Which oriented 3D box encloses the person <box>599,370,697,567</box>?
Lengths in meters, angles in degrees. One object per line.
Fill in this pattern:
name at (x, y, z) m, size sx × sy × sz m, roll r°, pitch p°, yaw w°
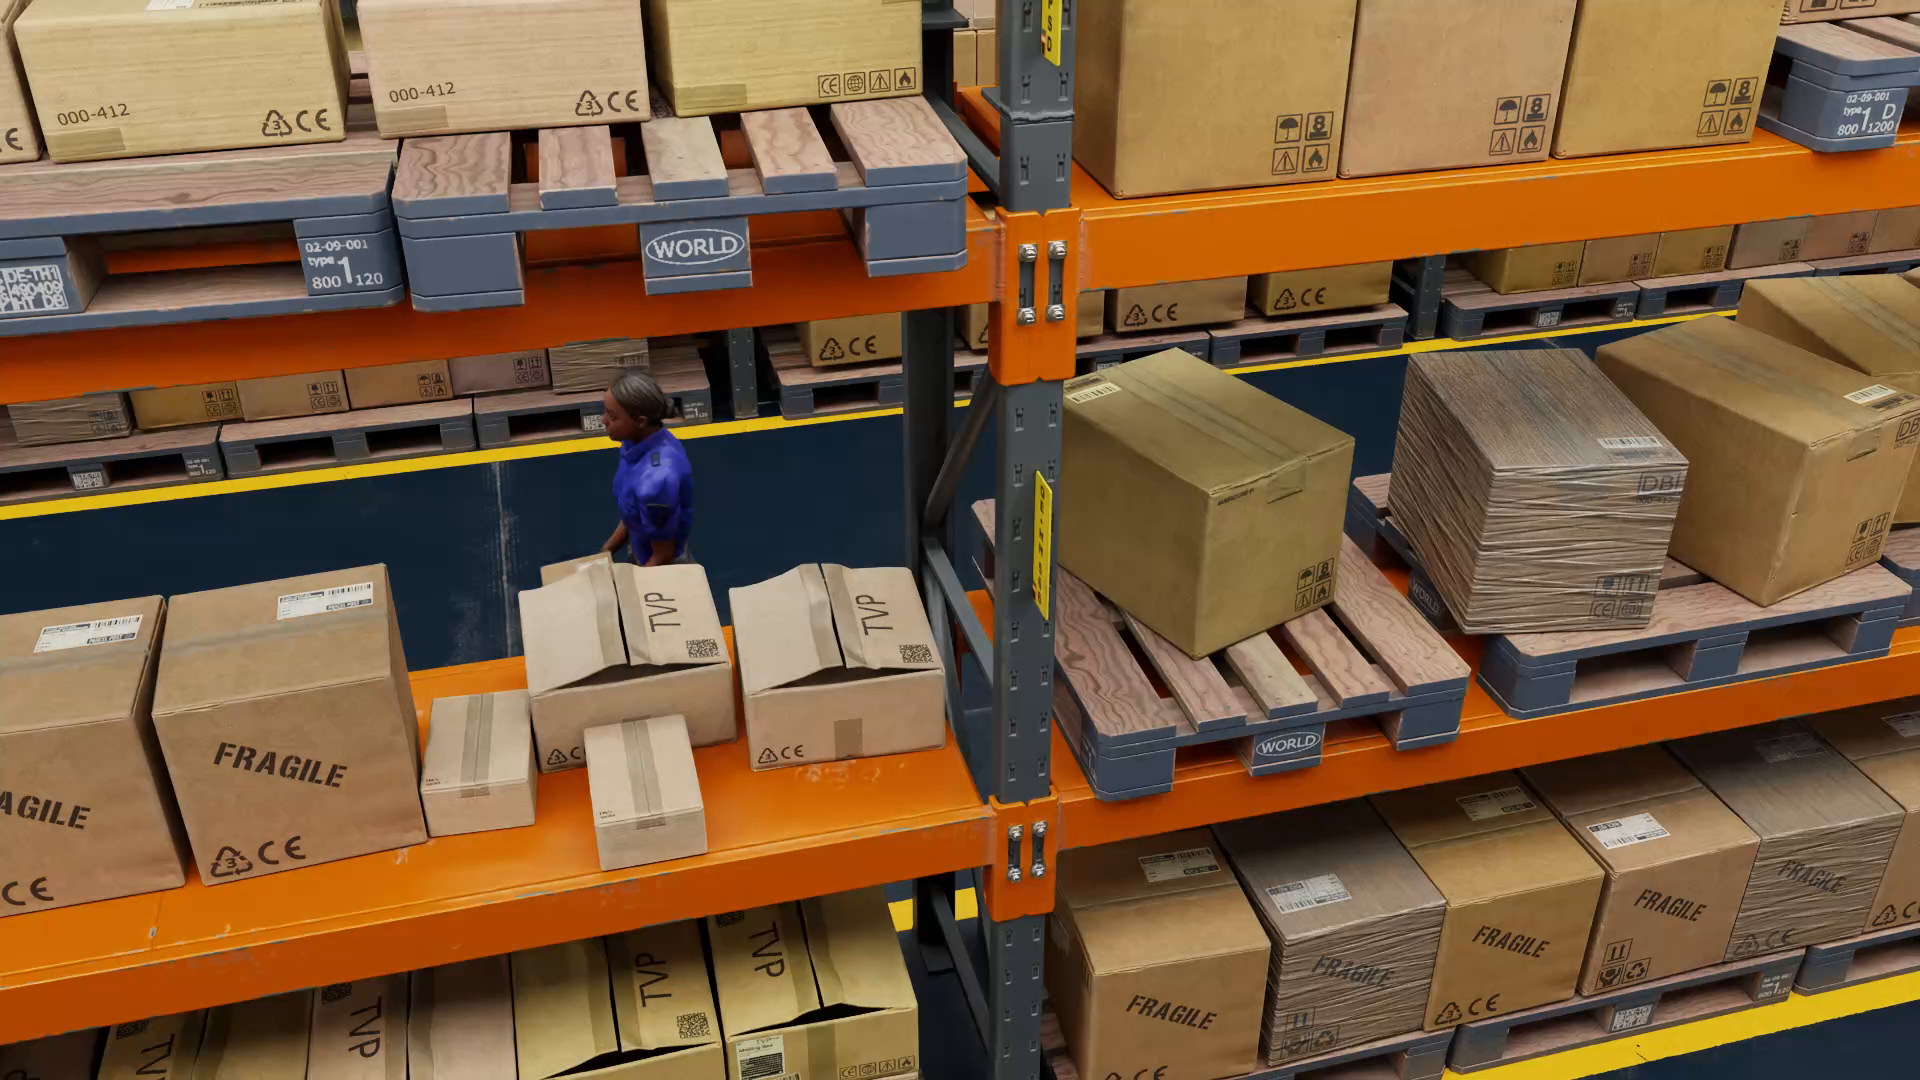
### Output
person at (-1.106, 0.170, 5.839) m, size 0.405 × 1.663 × 0.478 m, roll -9°, pitch 32°, yaw -14°
